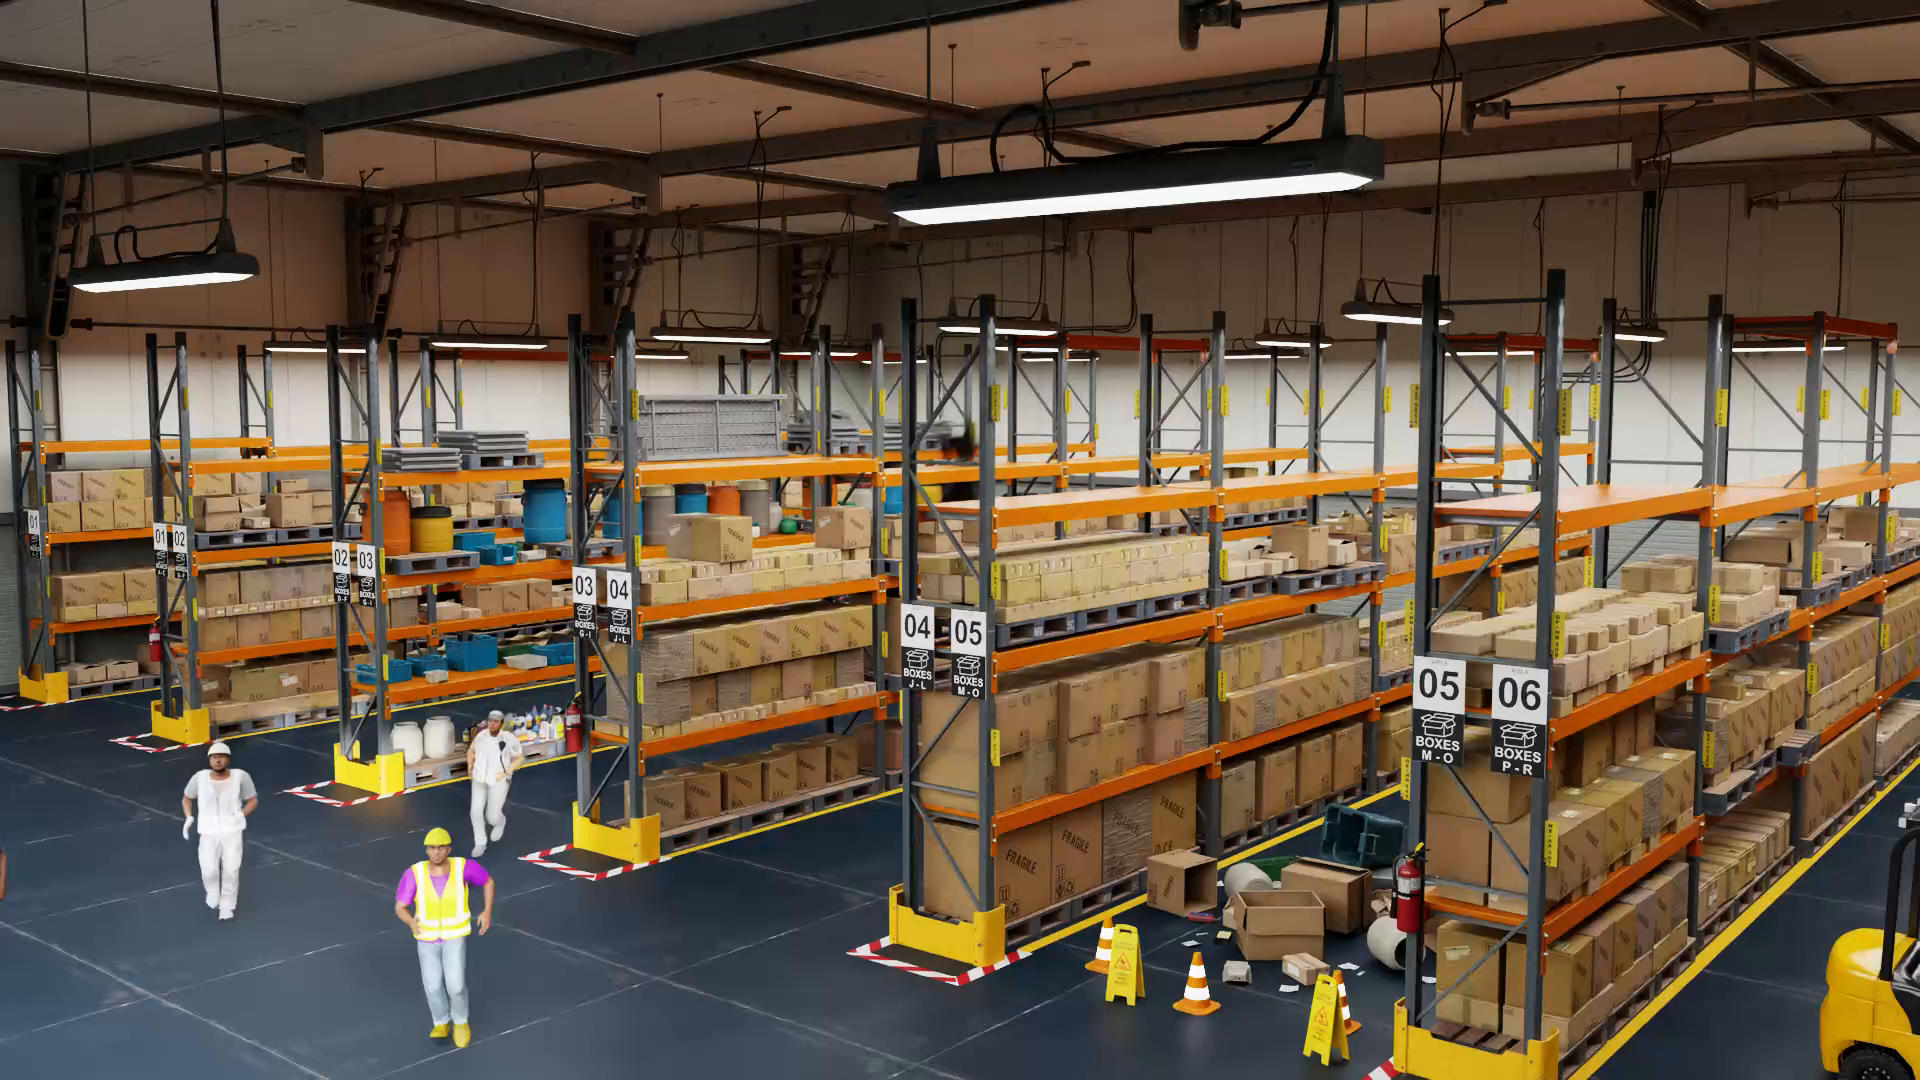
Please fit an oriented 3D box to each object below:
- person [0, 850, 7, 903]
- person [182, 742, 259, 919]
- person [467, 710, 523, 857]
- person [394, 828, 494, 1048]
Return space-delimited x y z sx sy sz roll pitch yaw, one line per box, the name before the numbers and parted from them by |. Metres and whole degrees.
person | -8.315 3.094 13.920 0.596 1.703 0.809 -2 6 -26
person | -7.196 2.843 16.186 0.692 1.733 0.572 -2 5 -21
person | -5.219 2.697 18.681 0.642 1.621 0.616 1 5 7
person | -4.037 3.131 13.017 0.734 1.780 0.684 -1 5 -11
